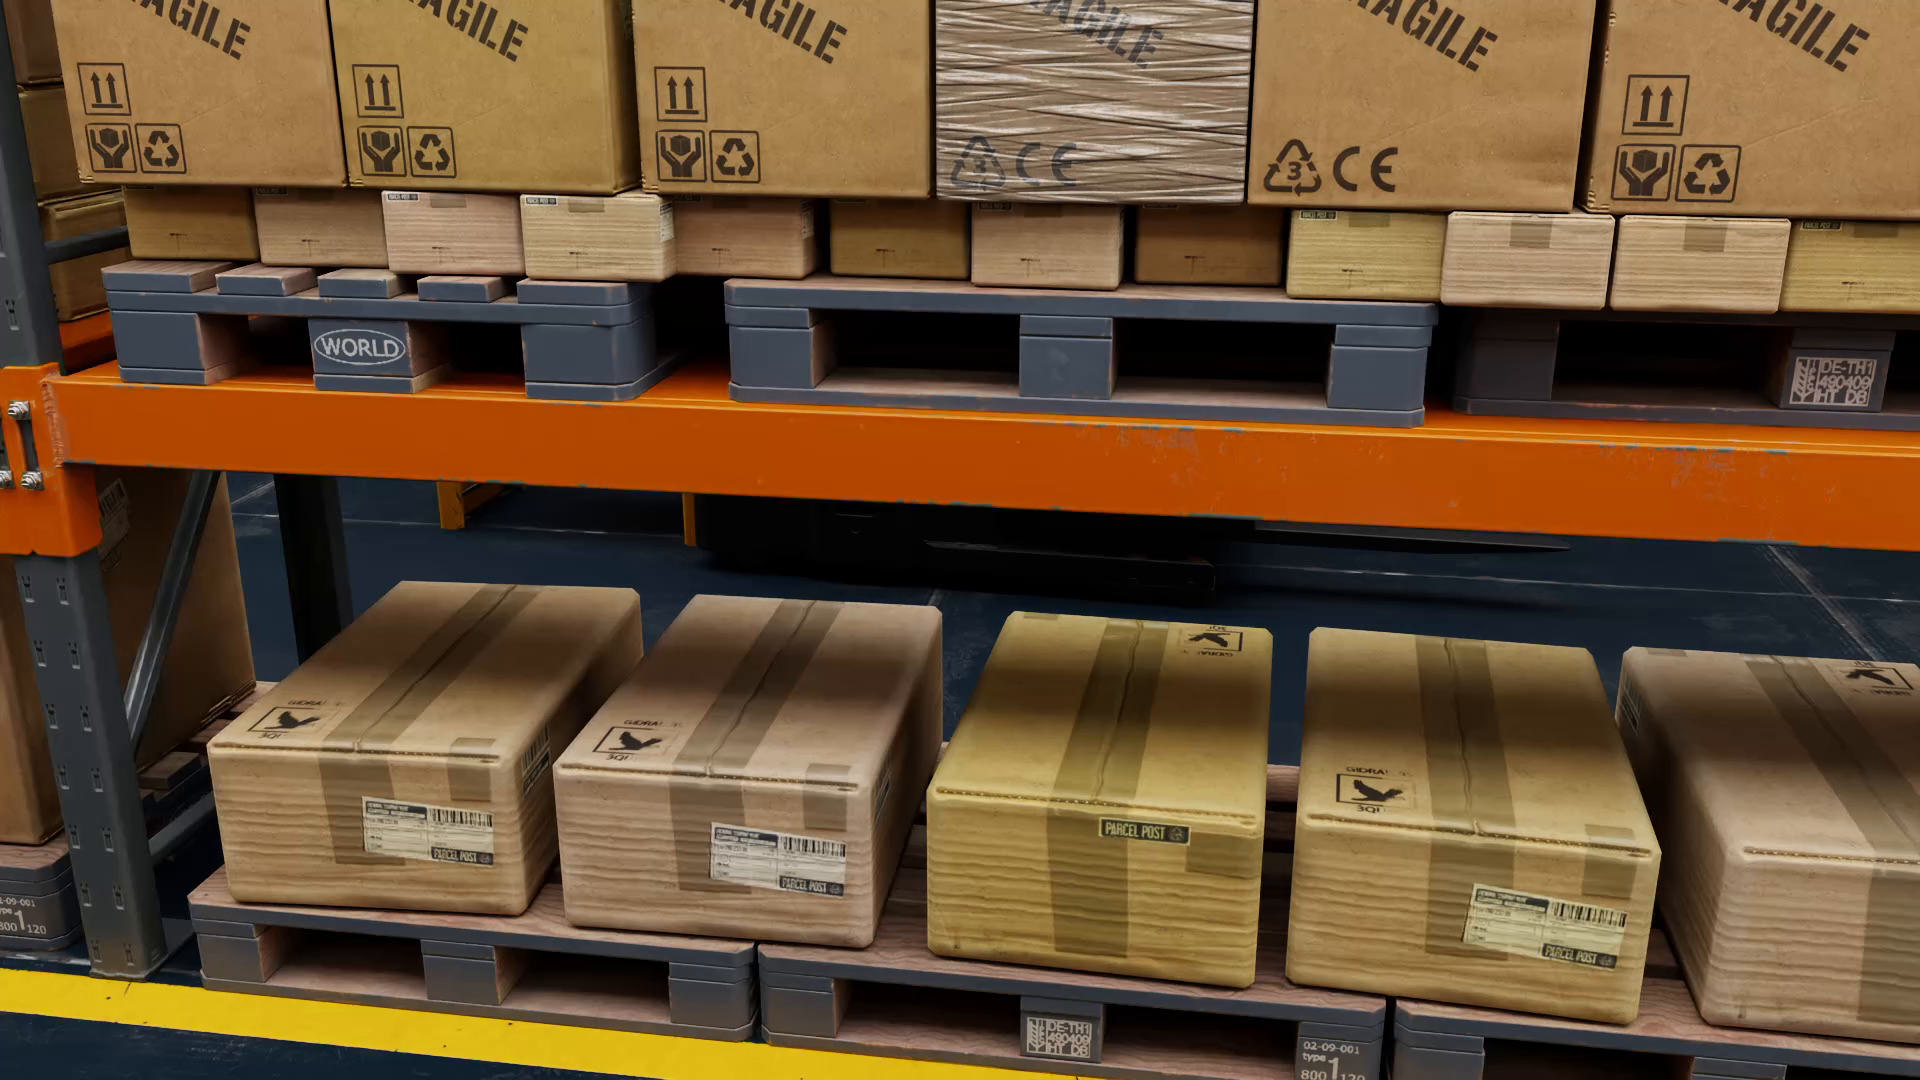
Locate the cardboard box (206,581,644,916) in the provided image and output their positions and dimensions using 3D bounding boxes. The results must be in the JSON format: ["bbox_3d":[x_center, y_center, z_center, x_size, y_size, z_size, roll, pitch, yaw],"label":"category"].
[{"bbox_3d":[-1.146,0.432,3.765,0.625,0.372,0.950,2,19,5],"label":"cardboard box"}]

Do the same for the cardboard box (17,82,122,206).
[{"bbox_3d":[-2.163,-0.916,3.761,0.500,0.250,0.500,3,19,8],"label":"cardboard box"}]

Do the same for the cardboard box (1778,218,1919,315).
[{"bbox_3d":[1.438,-0.484,2.756,0.250,0.149,0.380,2,19,7],"label":"cardboard box"}]

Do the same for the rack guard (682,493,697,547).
[{"bbox_3d":[-0.938,-0.185,6.463,0.087,0.250,0.587,4,19,11],"label":"rack guard"}]

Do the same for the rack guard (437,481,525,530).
[{"bbox_3d":[-1.913,-0.249,6.655,0.087,0.250,0.587,4,19,11],"label":"rack guard"}]

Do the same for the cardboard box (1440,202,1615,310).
[{"bbox_3d":[0.925,-0.497,2.796,0.250,0.149,0.380,3,19,9],"label":"cardboard box"}]

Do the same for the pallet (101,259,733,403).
[{"bbox_3d":[-0.982,-0.553,3.532,1.003,0.211,1.213,3,19,9],"label":"pallet"}]

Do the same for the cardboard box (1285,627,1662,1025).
[{"bbox_3d":[1.019,0.541,3.439,0.625,0.372,0.950,4,19,12],"label":"cardboard box"}]

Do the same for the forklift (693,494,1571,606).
[{"bbox_3d":[0.612,-1.350,5.719,3.031,2.935,1.130,4,19,11],"label":"forklift"}]

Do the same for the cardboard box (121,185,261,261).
[{"bbox_3d":[-1.411,-0.652,3.259,0.250,0.149,0.380,2,19,5],"label":"cardboard box"}]

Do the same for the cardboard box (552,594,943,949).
[{"bbox_3d":[-0.416,0.466,3.661,0.625,0.372,0.950,3,19,8],"label":"cardboard box"}]

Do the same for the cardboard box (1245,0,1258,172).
[{"bbox_3d":[0.340,-1.023,3.346,0.500,0.500,0.500,2,19,6],"label":"cardboard box"}]

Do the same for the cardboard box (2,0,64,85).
[{"bbox_3d":[-2.150,-1.270,3.637,0.500,0.500,0.500,2,19,7],"label":"cardboard box"}]

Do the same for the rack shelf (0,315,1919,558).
[{"bbox_3d":[0.272,-0.205,3.322,4.000,0.370,1.077,3,19,9],"label":"rack shelf"}]

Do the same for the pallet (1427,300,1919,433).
[{"bbox_3d":[1.516,-0.439,3.189,1.213,0.211,1.003,3,19,9],"label":"pallet"}]

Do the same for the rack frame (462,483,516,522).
[{"bbox_3d":[-1.914,-0.842,6.456,0.032,1.500,0.500,4,19,11],"label":"rack frame"}]

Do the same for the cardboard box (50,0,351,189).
[{"bbox_3d":[-1.295,-0.939,3.095,0.500,0.500,0.500,2,19,7],"label":"cardboard box"}]

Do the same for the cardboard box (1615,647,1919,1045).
[{"bbox_3d":[1.729,0.576,3.334,0.625,0.372,0.950,3,19,9],"label":"cardboard box"}]

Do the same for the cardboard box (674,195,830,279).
[{"bbox_3d":[-0.355,-0.591,3.077,0.250,0.149,0.380,4,19,12],"label":"cardboard box"}]

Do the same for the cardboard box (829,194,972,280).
[{"bbox_3d":[-0.070,-0.589,3.071,0.250,0.149,0.380,4,19,11],"label":"cardboard box"}]

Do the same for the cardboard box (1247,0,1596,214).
[{"bbox_3d":[0.756,-0.837,2.789,0.500,0.500,0.500,4,19,11],"label":"cardboard box"}]

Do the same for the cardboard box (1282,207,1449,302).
[{"bbox_3d":[0.690,-0.521,2.866,0.250,0.149,0.380,3,19,9],"label":"cardboard box"}]

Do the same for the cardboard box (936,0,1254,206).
[{"bbox_3d":[0.239,-0.863,2.867,0.500,0.500,0.500,2,19,7],"label":"cardboard box"}]

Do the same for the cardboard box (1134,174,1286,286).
[{"bbox_3d":[0.447,-0.566,3.002,0.250,0.149,0.380,2,19,7],"label":"cardboard box"}]

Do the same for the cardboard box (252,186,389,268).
[{"bbox_3d":[-1.137,-0.627,3.185,0.250,0.149,0.380,2,19,5],"label":"cardboard box"}]

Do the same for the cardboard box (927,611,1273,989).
[{"bbox_3d":[0.332,0.506,3.542,0.625,0.372,0.950,4,19,10],"label":"cardboard box"}]

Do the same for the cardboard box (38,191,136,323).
[{"bbox_3d":[-2.145,-0.679,3.842,0.500,0.250,0.500,3,19,8],"label":"cardboard box"}]

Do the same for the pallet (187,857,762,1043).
[{"bbox_3d":[-0.931,0.715,3.832,1.213,0.211,1.003,3,19,9],"label":"pallet"}]

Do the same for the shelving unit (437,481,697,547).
[{"bbox_3d":[-1.426,-0.810,6.360,1.083,1.500,0.587,4,19,11],"label":"shelving unit"}]

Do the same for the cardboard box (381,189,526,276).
[{"bbox_3d":[-0.874,-0.599,3.101,0.250,0.149,0.380,2,19,5],"label":"cardboard box"}]

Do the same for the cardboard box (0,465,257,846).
[{"bbox_3d":[-2.371,0.101,3.961,0.875,0.875,0.875,3,19,8],"label":"cardboard box"}]

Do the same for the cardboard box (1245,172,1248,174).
[{"bbox_3d":[0.469,-0.727,3.481,0.250,0.149,0.380,4,19,11],"label":"cardboard box"}]

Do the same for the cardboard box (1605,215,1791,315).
[{"bbox_3d":[1.178,-0.485,2.761,0.250,0.149,0.380,3,19,8],"label":"cardboard box"}]

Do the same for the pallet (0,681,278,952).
[{"bbox_3d":[-2.469,0.612,4.140,1.213,0.211,1.003,3,19,9],"label":"pallet"}]

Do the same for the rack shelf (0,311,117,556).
[{"bbox_3d":[-3.677,-0.406,3.924,4.000,0.370,1.077,3,19,9],"label":"rack shelf"}]

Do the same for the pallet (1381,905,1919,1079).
[{"bbox_3d":[1.478,0.838,3.465,1.213,0.211,1.003,3,19,9],"label":"pallet"}]

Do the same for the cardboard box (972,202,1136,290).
[{"bbox_3d":[0.177,-0.556,2.971,0.250,0.149,0.380,4,19,10],"label":"cardboard box"}]

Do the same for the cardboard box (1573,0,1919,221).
[{"bbox_3d":[1.265,-0.809,2.705,0.500,0.500,0.500,3,19,9],"label":"cardboard box"}]

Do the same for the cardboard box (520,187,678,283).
[{"bbox_3d":[-0.606,-0.579,3.040,0.250,0.149,0.380,3,19,9],"label":"cardboard box"}]

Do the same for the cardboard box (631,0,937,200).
[{"bbox_3d":[-0.254,-0.891,2.949,0.500,0.500,0.500,3,19,10],"label":"cardboard box"}]

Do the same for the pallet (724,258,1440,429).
[{"bbox_3d":[0.259,-0.469,3.280,1.213,0.211,1.003,3,19,9],"label":"pallet"}]

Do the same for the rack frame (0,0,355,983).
[{"bbox_3d":[-1.702,-0.647,3.509,0.127,3.000,1.000,3,19,9],"label":"rack frame"}]

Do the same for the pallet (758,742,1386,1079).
[{"bbox_3d":[0.270,0.778,3.647,1.213,0.211,1.003,3,19,9],"label":"pallet"}]

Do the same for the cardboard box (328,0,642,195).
[{"bbox_3d":[-0.779,-0.915,3.023,0.500,0.500,0.500,4,19,11],"label":"cardboard box"}]

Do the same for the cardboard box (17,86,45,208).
[{"bbox_3d":[-2.221,-0.758,3.288,0.500,0.250,0.500,3,19,8],"label":"cardboard box"}]
